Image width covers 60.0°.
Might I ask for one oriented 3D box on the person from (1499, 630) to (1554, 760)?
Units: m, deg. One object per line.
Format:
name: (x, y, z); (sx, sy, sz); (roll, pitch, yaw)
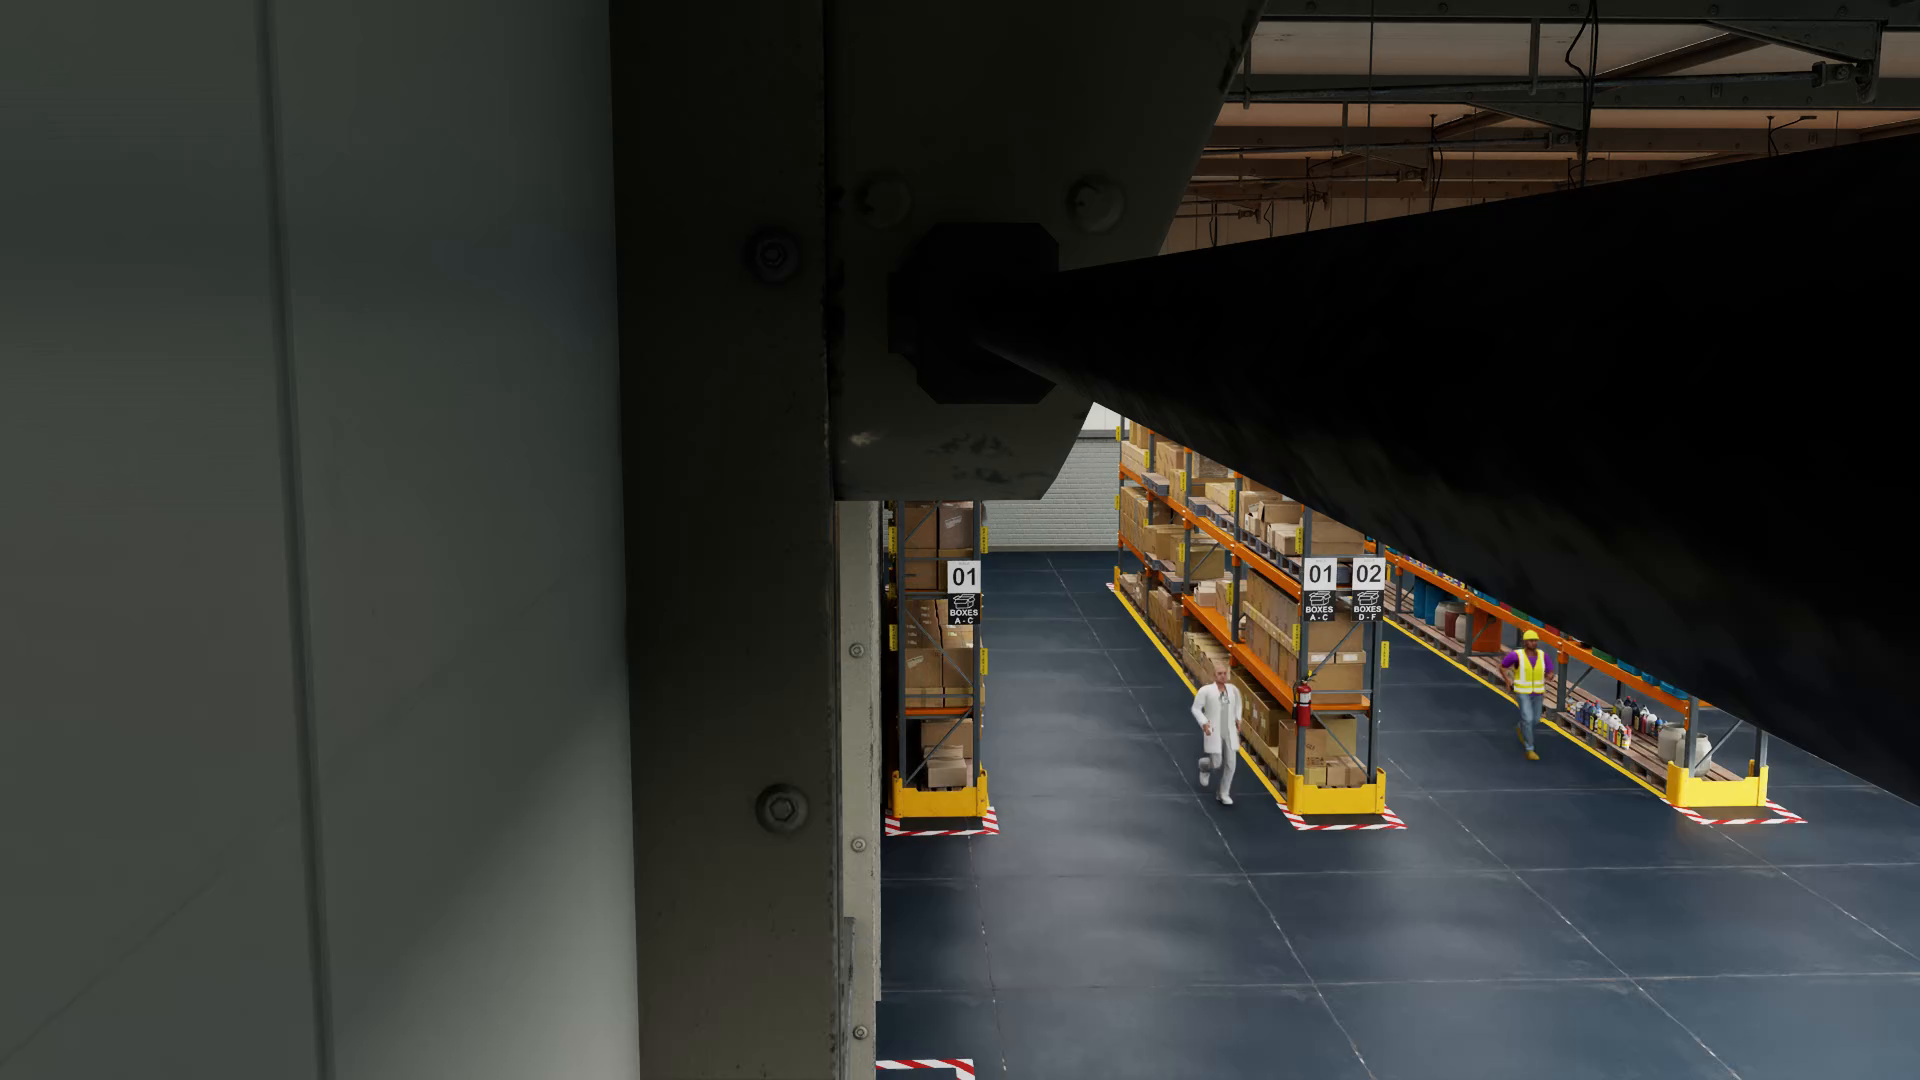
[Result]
person: (7.931, 2.123, 23.197); (0.710, 1.747, 0.963); (-1, 8, -5)

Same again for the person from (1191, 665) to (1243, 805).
person: (3.303, 2.445, 21.127); (0.704, 1.721, 0.778); (-2, 8, -12)

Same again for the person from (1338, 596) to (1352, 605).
person: (6.865, 1.224, 29.760); (0.557, 1.732, 0.816); (-2, 8, -12)
